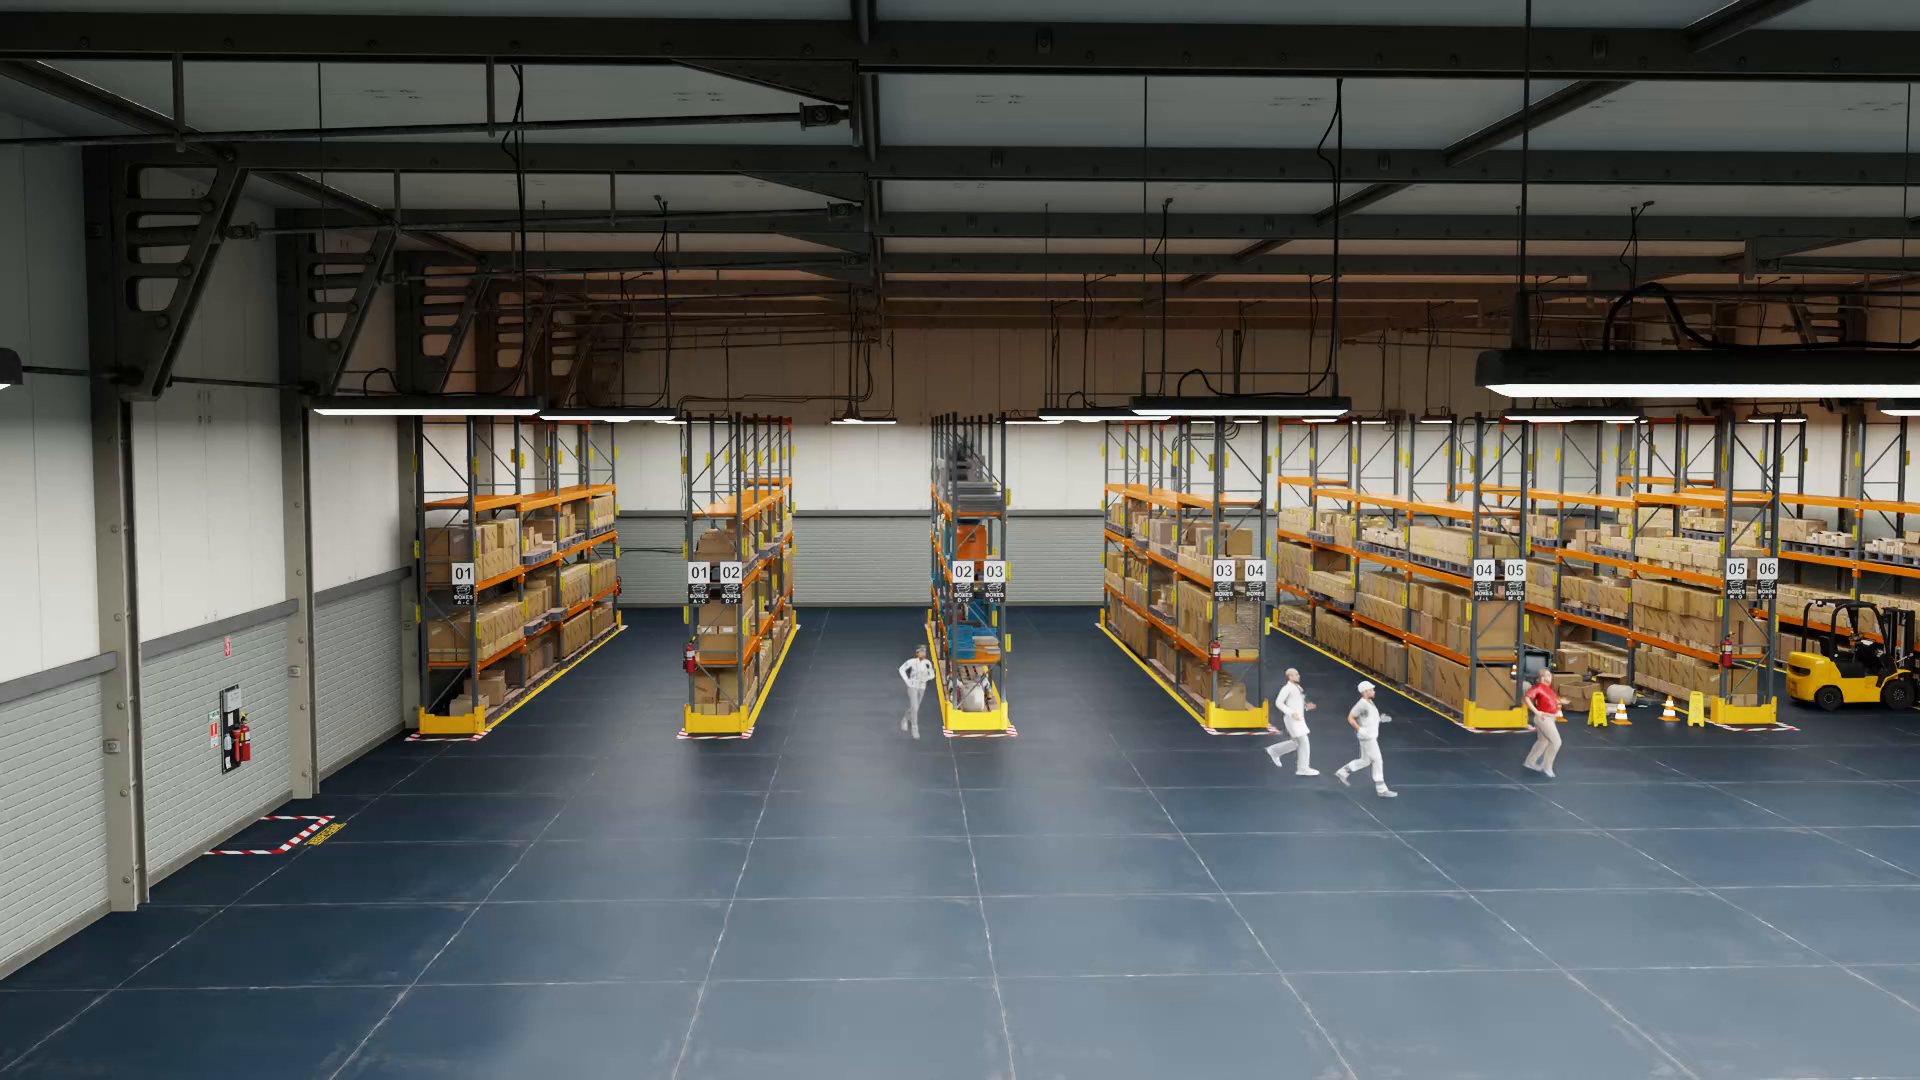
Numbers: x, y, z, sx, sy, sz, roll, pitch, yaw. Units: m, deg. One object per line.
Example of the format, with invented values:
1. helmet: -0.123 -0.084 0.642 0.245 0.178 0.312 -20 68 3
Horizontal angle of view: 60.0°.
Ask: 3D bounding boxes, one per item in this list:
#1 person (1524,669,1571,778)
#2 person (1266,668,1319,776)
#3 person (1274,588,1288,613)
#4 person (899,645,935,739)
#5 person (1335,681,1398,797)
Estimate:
1. person: 9.640 3.017 27.318 0.714 1.790 0.637 2 5 32
2. person: 5.472 2.984 27.385 0.917 1.747 0.720 2 4 27
3. person: 9.506 1.643 49.156 0.529 1.464 0.714 1 4 18
4. person: -0.791 2.791 30.978 0.633 1.723 0.845 -2 4 -30
5. person: 6.294 3.065 25.742 0.985 1.768 0.665 2 4 23
